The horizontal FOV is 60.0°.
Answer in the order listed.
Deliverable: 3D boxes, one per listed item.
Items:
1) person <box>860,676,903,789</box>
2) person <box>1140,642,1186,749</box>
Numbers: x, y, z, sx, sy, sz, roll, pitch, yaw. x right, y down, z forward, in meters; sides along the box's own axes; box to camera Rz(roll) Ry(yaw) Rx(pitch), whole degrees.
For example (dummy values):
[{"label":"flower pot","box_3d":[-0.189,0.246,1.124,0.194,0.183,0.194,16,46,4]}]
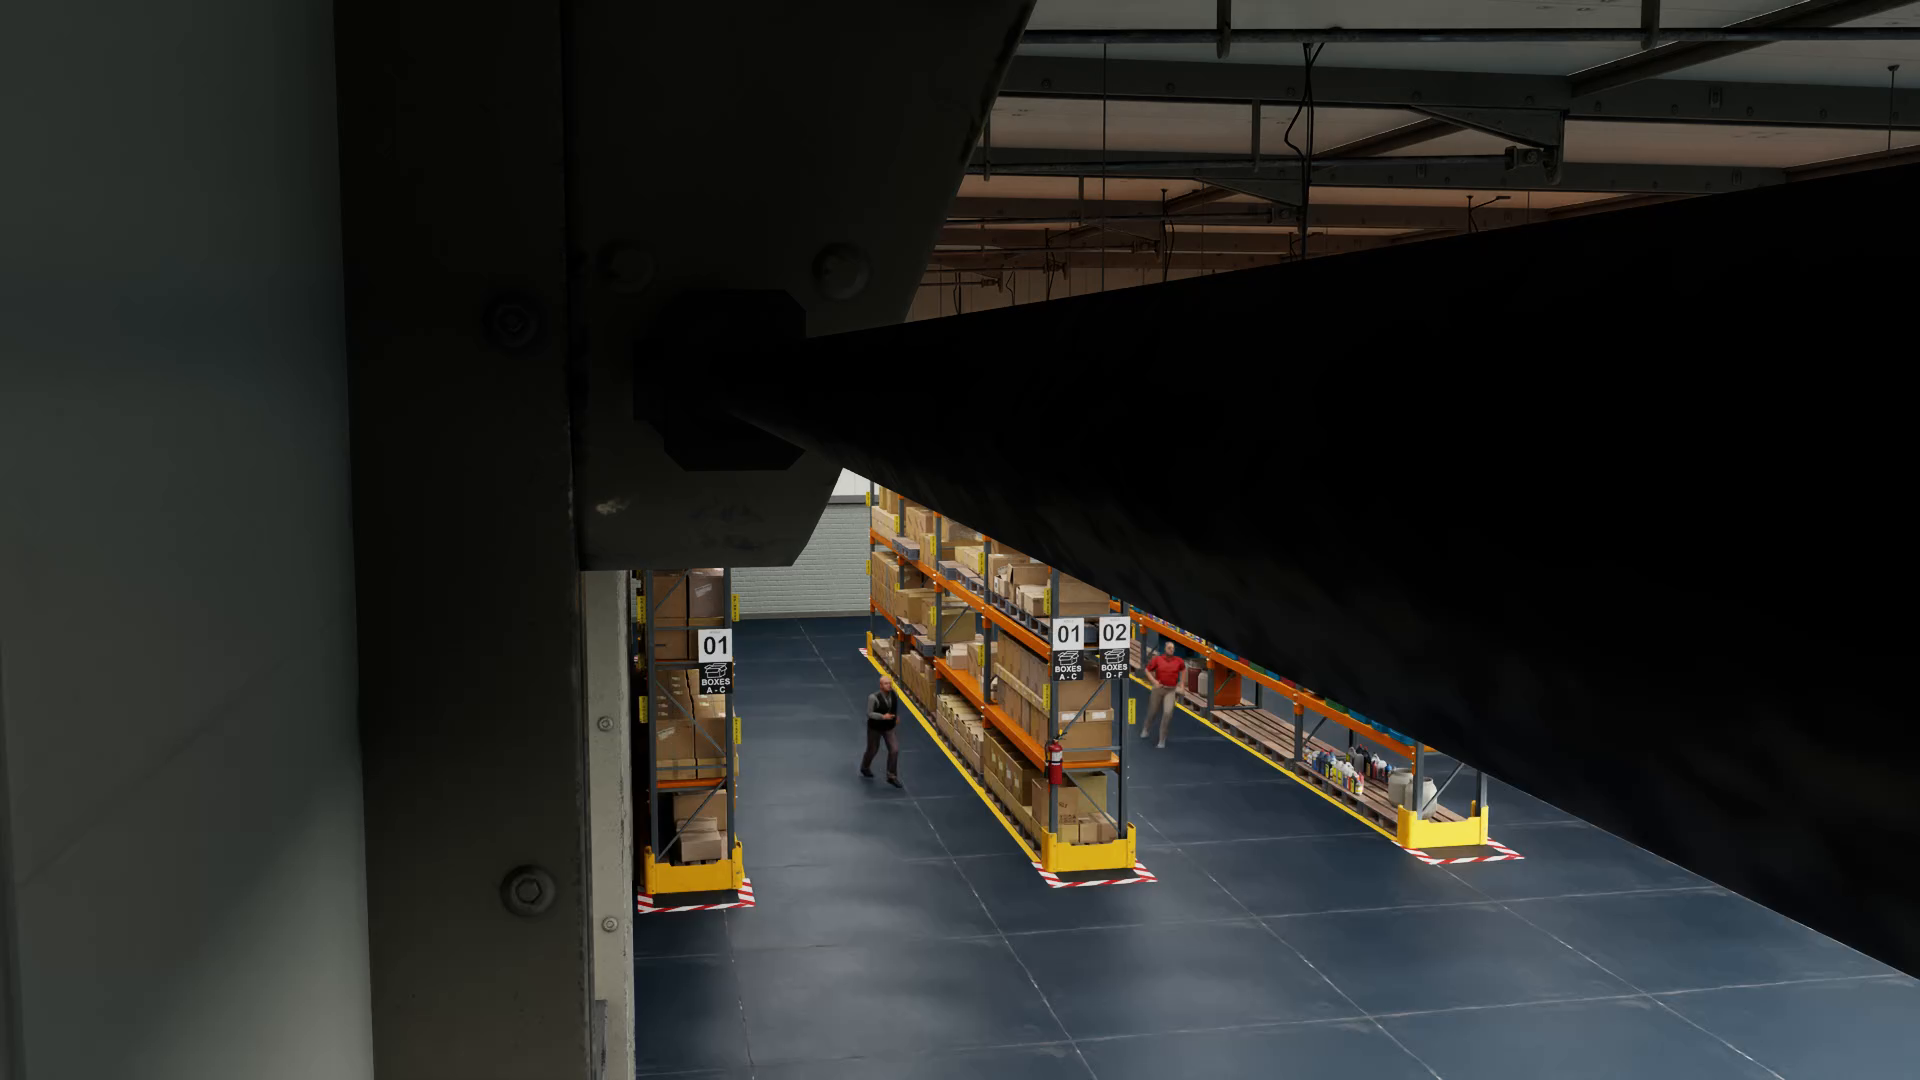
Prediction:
[{"label":"person","box_3d":[-1.194,2.864,25.163,0.645,1.697,0.975,-4,7,-32]},{"label":"person","box_3d":[3.437,2.582,27.909,0.756,1.753,0.856,0,6,-1]}]
